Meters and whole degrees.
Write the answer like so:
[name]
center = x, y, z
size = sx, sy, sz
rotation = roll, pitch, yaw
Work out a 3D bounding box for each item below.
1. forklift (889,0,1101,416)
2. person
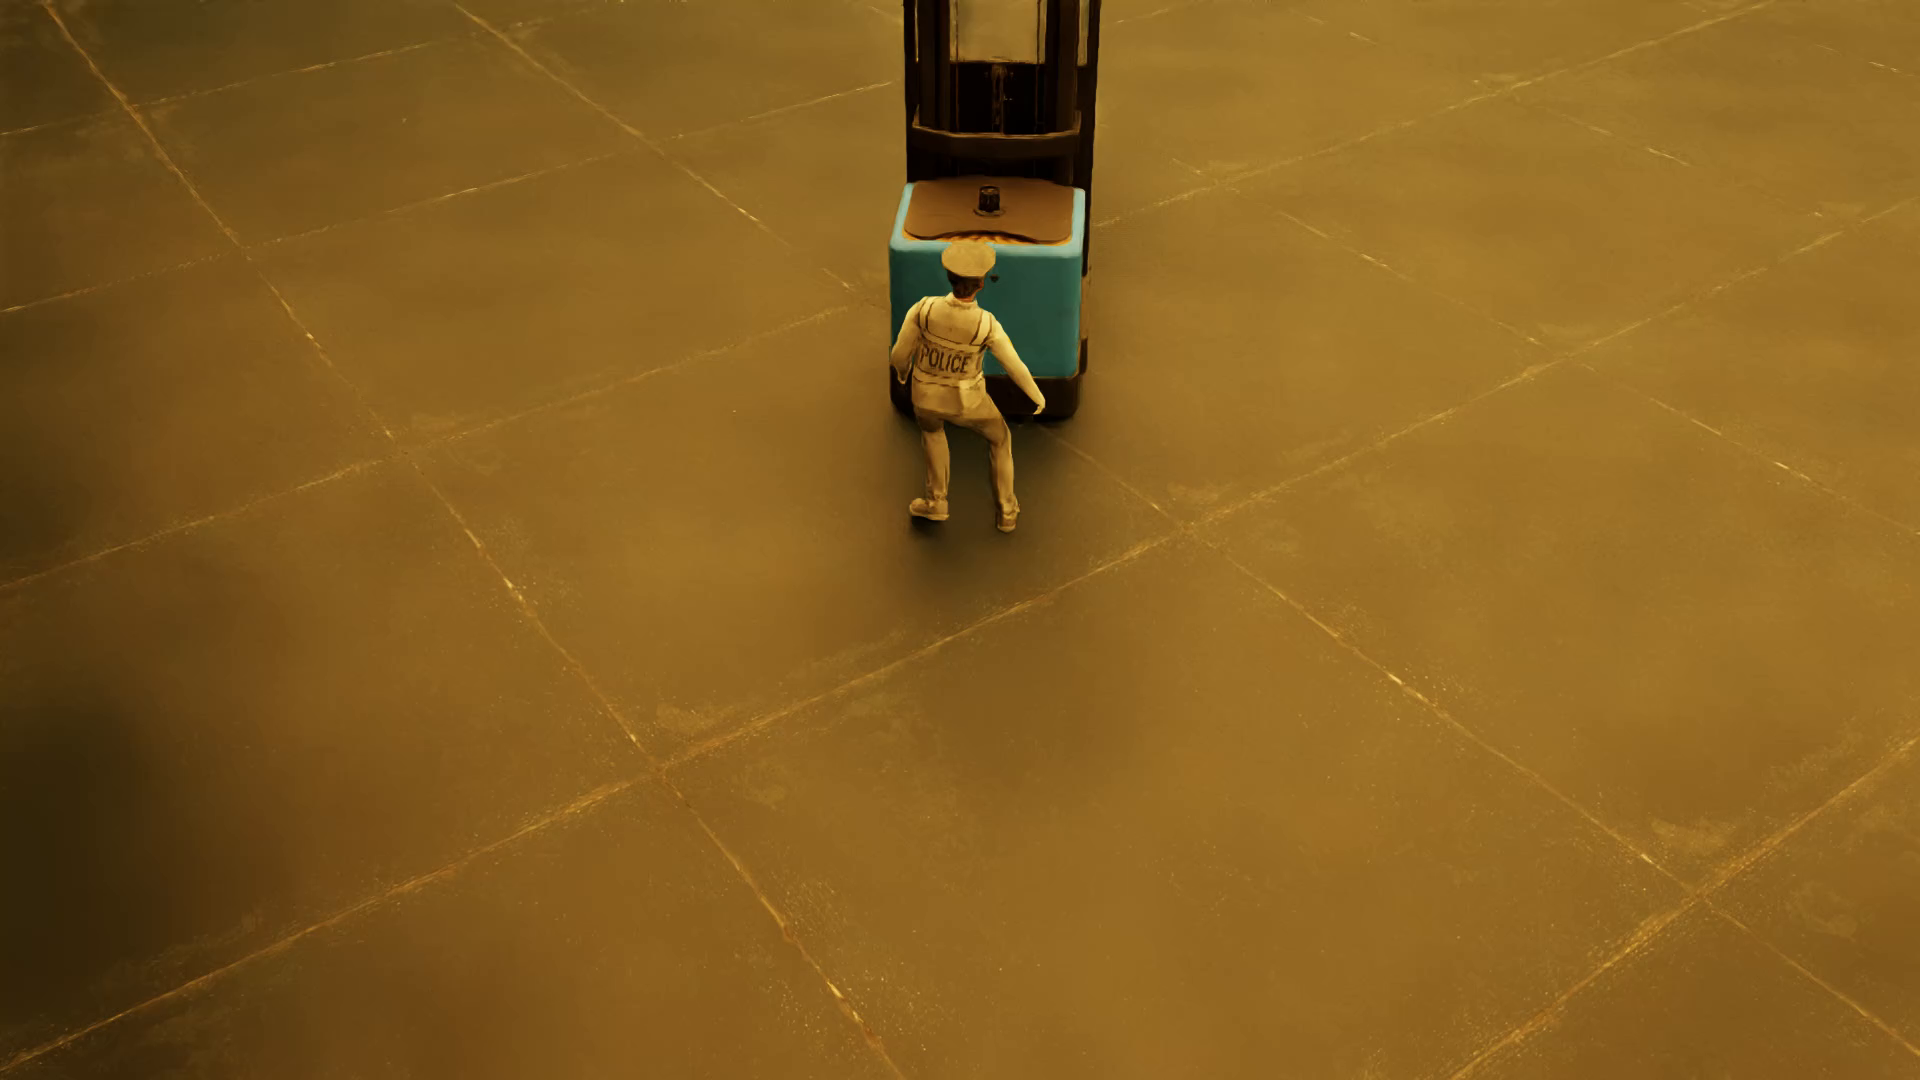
[forklift]
center = 0.254, -2.727, 9.633
size = 1.130, 2.935, 3.031
rotation = 3, 37, 4
[person]
center = 0.039, -0.732, 8.069
size = 0.740, 1.578, 0.444
rotation = 7, 37, 10
